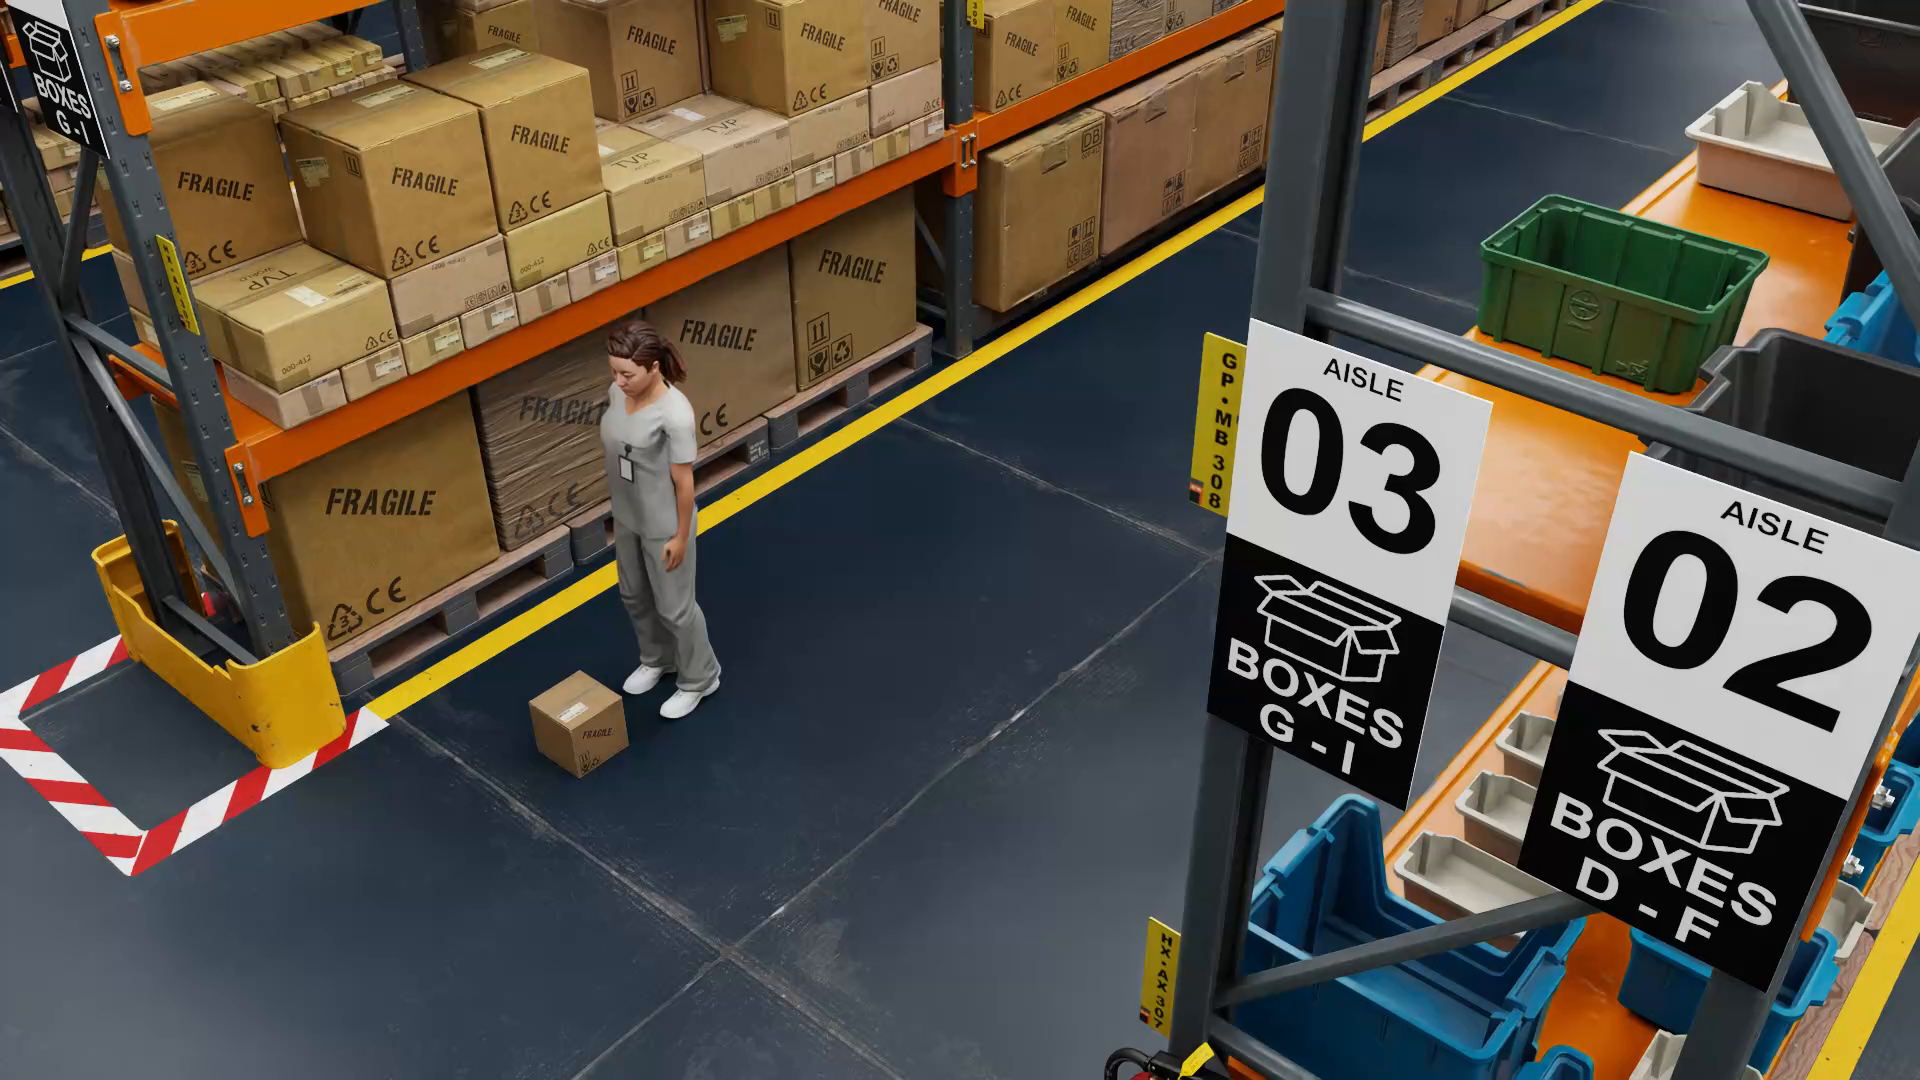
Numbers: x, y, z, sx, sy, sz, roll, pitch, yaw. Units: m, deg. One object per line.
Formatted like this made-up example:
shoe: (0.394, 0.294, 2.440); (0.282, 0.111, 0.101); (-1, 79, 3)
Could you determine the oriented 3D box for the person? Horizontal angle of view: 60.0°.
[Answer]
person: (-1.131, -0.080, 6.266); (0.441, 1.672, 0.364); (27, 43, 32)
